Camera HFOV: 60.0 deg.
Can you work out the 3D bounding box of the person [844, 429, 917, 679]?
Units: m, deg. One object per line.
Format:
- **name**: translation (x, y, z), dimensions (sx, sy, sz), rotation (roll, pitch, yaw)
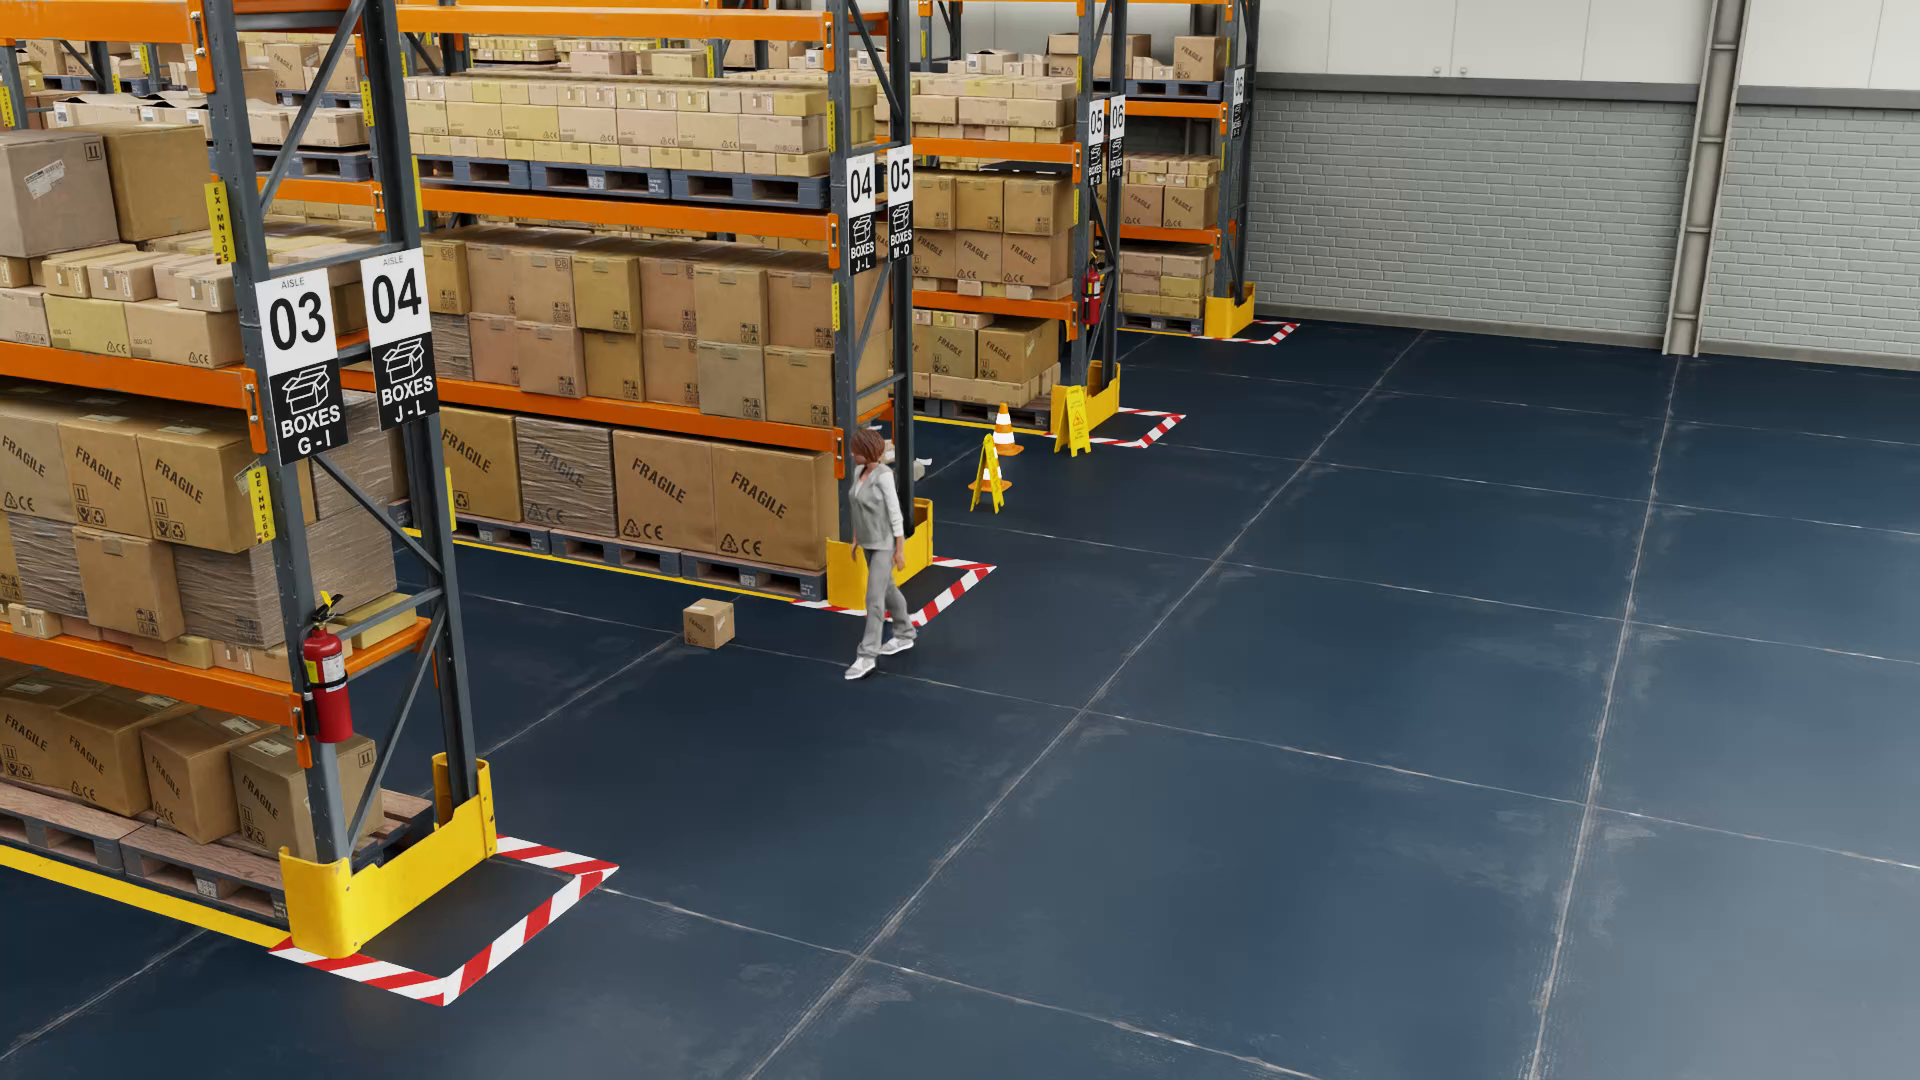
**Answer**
- **person**: translation (-0.562, 0.056, 10.899), dimensions (0.663, 1.580, 0.486), rotation (-10, 22, -27)
